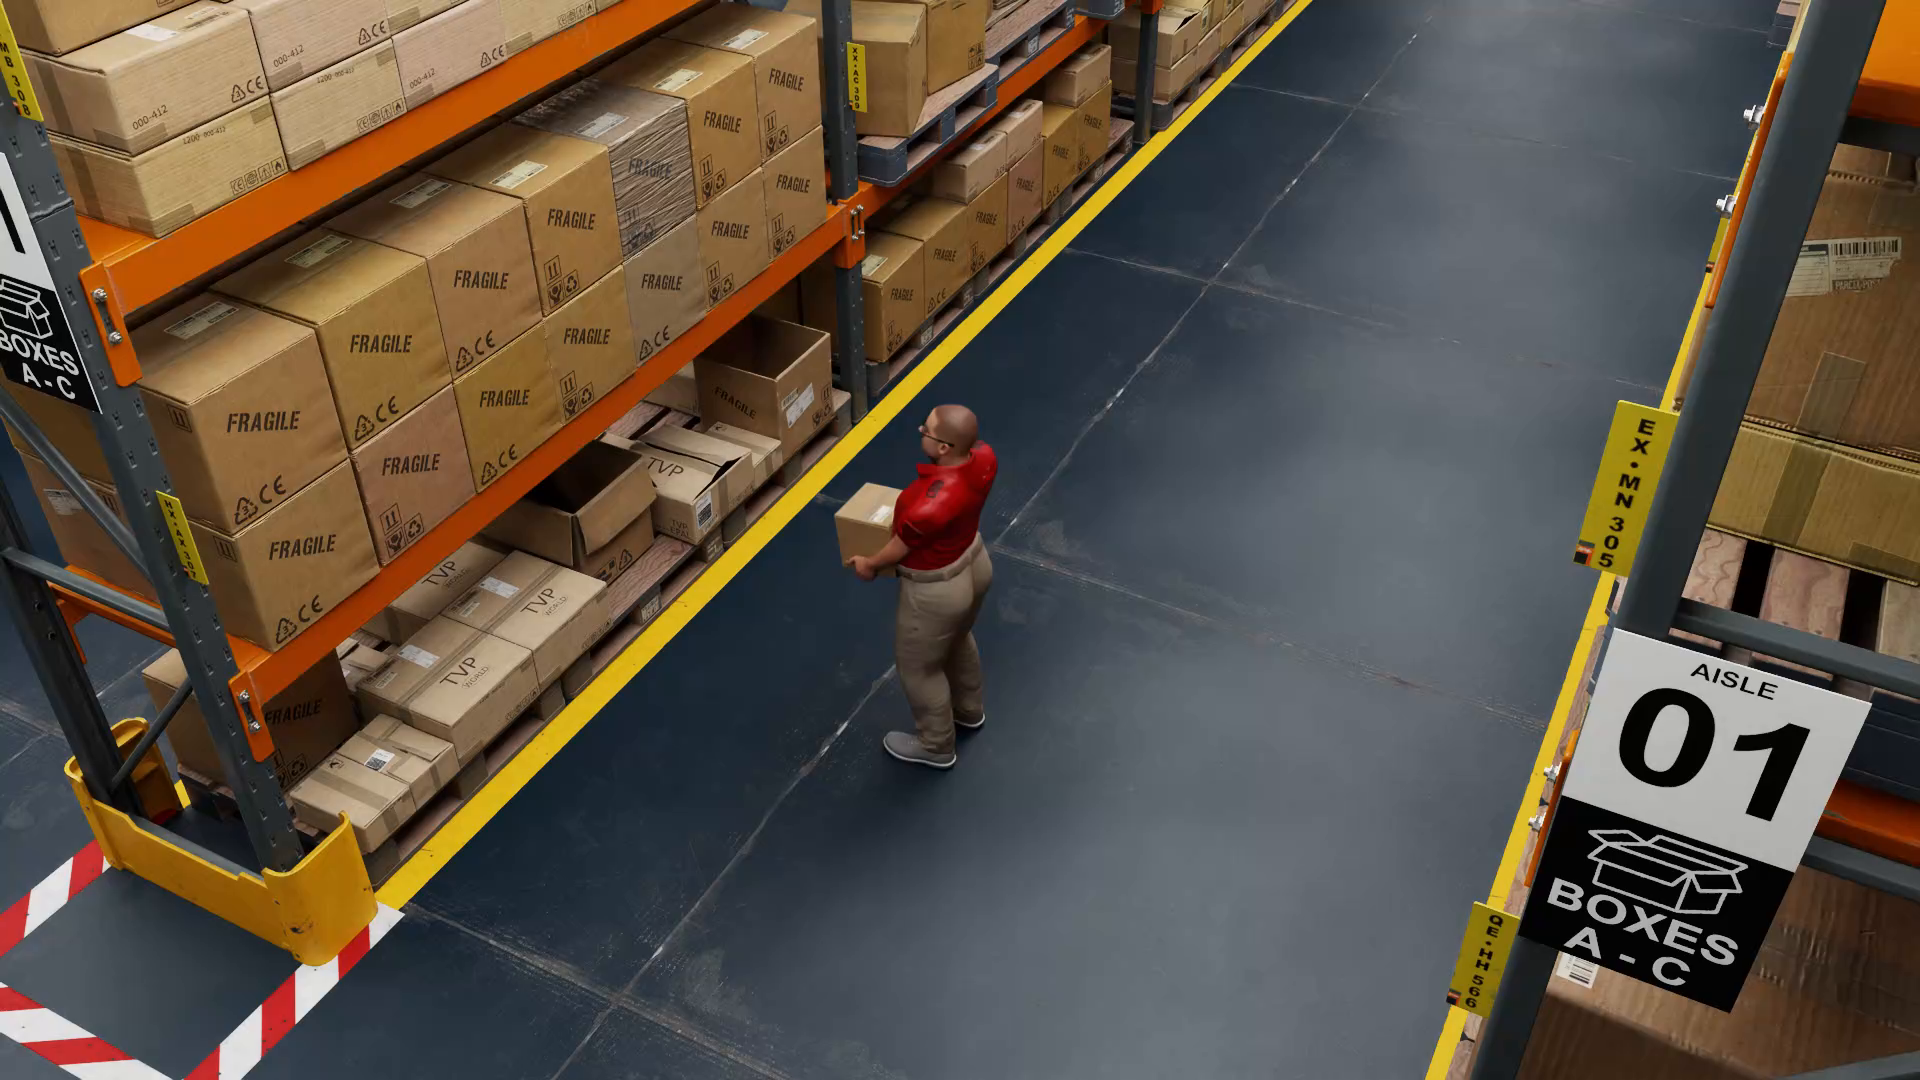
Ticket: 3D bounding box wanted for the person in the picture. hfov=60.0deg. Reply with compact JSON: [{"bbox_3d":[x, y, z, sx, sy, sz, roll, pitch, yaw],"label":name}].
[{"bbox_3d":[-0.163,0.147,6.582,0.531,1.713,0.494,18,41,22],"label":"person"}]
